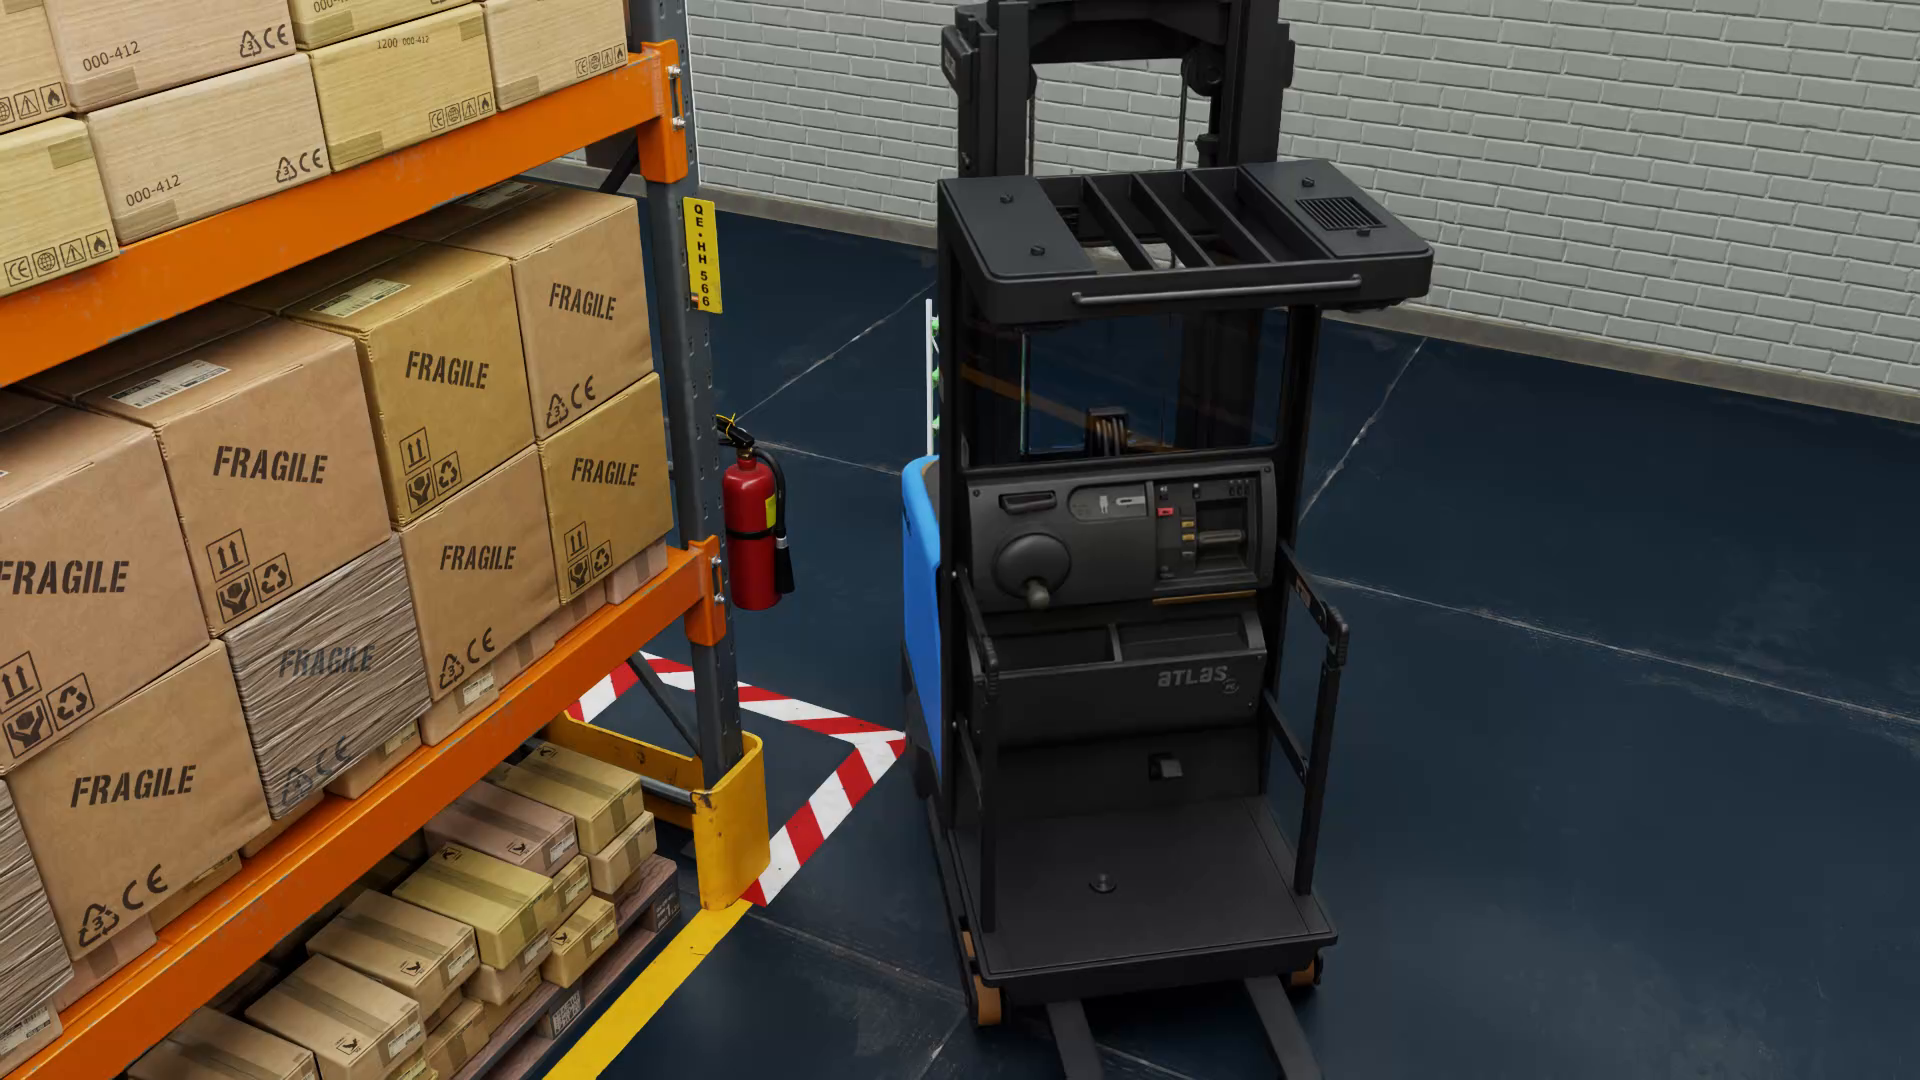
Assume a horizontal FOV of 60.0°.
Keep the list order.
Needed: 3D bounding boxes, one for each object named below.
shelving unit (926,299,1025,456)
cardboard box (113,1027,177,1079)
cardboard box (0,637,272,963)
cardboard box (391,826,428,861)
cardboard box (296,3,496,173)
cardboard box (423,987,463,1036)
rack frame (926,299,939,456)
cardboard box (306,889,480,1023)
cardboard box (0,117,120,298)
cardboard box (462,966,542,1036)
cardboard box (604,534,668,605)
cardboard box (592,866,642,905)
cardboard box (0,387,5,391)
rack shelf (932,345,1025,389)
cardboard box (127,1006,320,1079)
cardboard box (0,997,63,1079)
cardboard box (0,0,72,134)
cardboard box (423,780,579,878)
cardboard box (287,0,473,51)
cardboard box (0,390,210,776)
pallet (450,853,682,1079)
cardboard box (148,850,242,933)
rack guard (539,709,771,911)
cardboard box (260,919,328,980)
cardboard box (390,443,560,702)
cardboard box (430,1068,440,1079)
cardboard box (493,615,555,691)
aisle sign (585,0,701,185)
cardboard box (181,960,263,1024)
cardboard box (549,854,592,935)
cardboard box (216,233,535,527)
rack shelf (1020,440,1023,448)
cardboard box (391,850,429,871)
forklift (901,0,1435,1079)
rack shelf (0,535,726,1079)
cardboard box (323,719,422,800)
[{"bbox_3d":[0.075,-0.594,7.579,0.258,1.200,0.503,14,33,23],"label":"shelving unit"},{"bbox_3d":[-2.213,1.407,4.429,0.380,0.149,0.250,16,34,26],"label":"cardboard box"},{"bbox_3d":[-1.875,0.471,3.518,0.500,0.500,0.500,16,34,26],"label":"cardboard box"},{"bbox_3d":[-1.761,0.814,5.164,0.380,0.149,0.250,15,33,24],"label":"cardboard box"},{"bbox_3d":[-1.399,-1.033,3.675,0.500,0.250,0.500,14,33,23],"label":"cardboard box"},{"bbox_3d":[-1.637,1.264,4.680,0.380,0.149,0.250,14,33,23],"label":"cardboard box"},{"bbox_3d":[-0.036,-0.486,7.391,0.240,1.200,0.015,14,33,23],"label":"rack frame"},{"bbox_3d":[-1.562,1.144,4.590,0.380,0.149,0.250,13,32,21],"label":"cardboard box"},{"bbox_3d":[-1.862,-0.576,2.880,0.500,0.250,0.500,16,33,25],"label":"cardboard box"},{"bbox_3d":[-1.480,1.283,4.946,0.380,0.149,0.250,14,33,23],"label":"cardboard box"},{"bbox_3d":[-1.098,0.031,4.937,0.380,0.149,0.250,14,33,23],"label":"cardboard box"},{"bbox_3d":[-1.256,1.048,5.354,0.380,0.149,0.250,15,33,24],"label":"cardboard box"},{"bbox_3d":[-2.123,-0.303,3.863,0.500,0.500,0.500,14,33,22],"label":"cardboard box"},{"bbox_3d":[0.075,-0.746,7.491,0.258,0.148,0.480,14,33,23],"label":"rack shelf"},{"bbox_3d":[-1.853,1.367,4.201,0.380,0.149,0.250,13,32,22],"label":"cardboard box"},{"bbox_3d":[-2.047,0.949,3.337,0.380,0.149,0.250,16,33,25],"label":"cardboard box"},{"bbox_3d":[-1.893,-0.803,2.773,0.500,0.250,0.500,13,32,21],"label":"cardboard box"},{"bbox_3d":[-1.383,0.900,5.015,0.380,0.149,0.250,15,33,24],"label":"cardboard box"},{"bbox_3d":[-1.417,-1.251,3.552,0.500,0.250,0.500,13,32,22],"label":"cardboard box"},{"bbox_3d":[-1.886,0.059,3.232,0.500,0.500,0.500,13,32,22],"label":"cardboard box"},{"bbox_3d":[-1.638,1.308,5.260,1.003,0.211,1.213,14,33,23],"label":"pallet"},{"bbox_3d":[-1.870,0.703,3.766,0.380,0.149,0.250,15,33,24],"label":"cardboard box"},{"bbox_3d":[-1.236,0.831,5.801,1.175,0.500,0.348,14,33,23],"label":"rack guard"},{"bbox_3d":[-2.090,1.139,4.897,0.380,0.149,0.250,15,33,25],"label":"cardboard box"},{"bbox_3d":[-1.416,0.026,4.294,0.500,0.500,0.500,14,33,22],"label":"cardboard box"},{"bbox_3d":[-1.641,1.522,4.528,0.380,0.149,0.250,13,32,21],"label":"cardboard box"},{"bbox_3d":[-1.346,0.247,4.560,0.380,0.149,0.250,14,33,23],"label":"cardboard box"},{"bbox_3d":[-0.901,-1.379,4.528,0.394,0.787,0.004,14,33,23],"label":"aisle sign"},{"bbox_3d":[-2.164,1.146,4.586,0.380,0.149,0.250,16,33,25],"label":"cardboard box"},{"bbox_3d":[-1.355,1.041,5.068,0.380,0.149,0.250,14,33,22],"label":"cardboard box"},{"bbox_3d":[-1.419,-0.409,4.047,0.500,0.500,0.500,13,32,22],"label":"cardboard box"},{"bbox_3d":[0.075,-0.330,7.730,0.258,0.148,0.480,14,33,23],"label":"rack shelf"},{"bbox_3d":[-1.844,0.921,5.277,0.380,0.149,0.250,14,33,23],"label":"cardboard box"},{"bbox_3d":[0.524,0.034,4.748,1.130,2.935,3.031,-5,30,-8],"label":"forklift"},{"bbox_3d":[-2.113,0.912,3.873,1.077,0.370,4.000,14,33,23],"label":"rack shelf"},{"bbox_3d":[-1.588,0.476,4.162,0.380,0.149,0.250,13,32,21],"label":"cardboard box"}]
